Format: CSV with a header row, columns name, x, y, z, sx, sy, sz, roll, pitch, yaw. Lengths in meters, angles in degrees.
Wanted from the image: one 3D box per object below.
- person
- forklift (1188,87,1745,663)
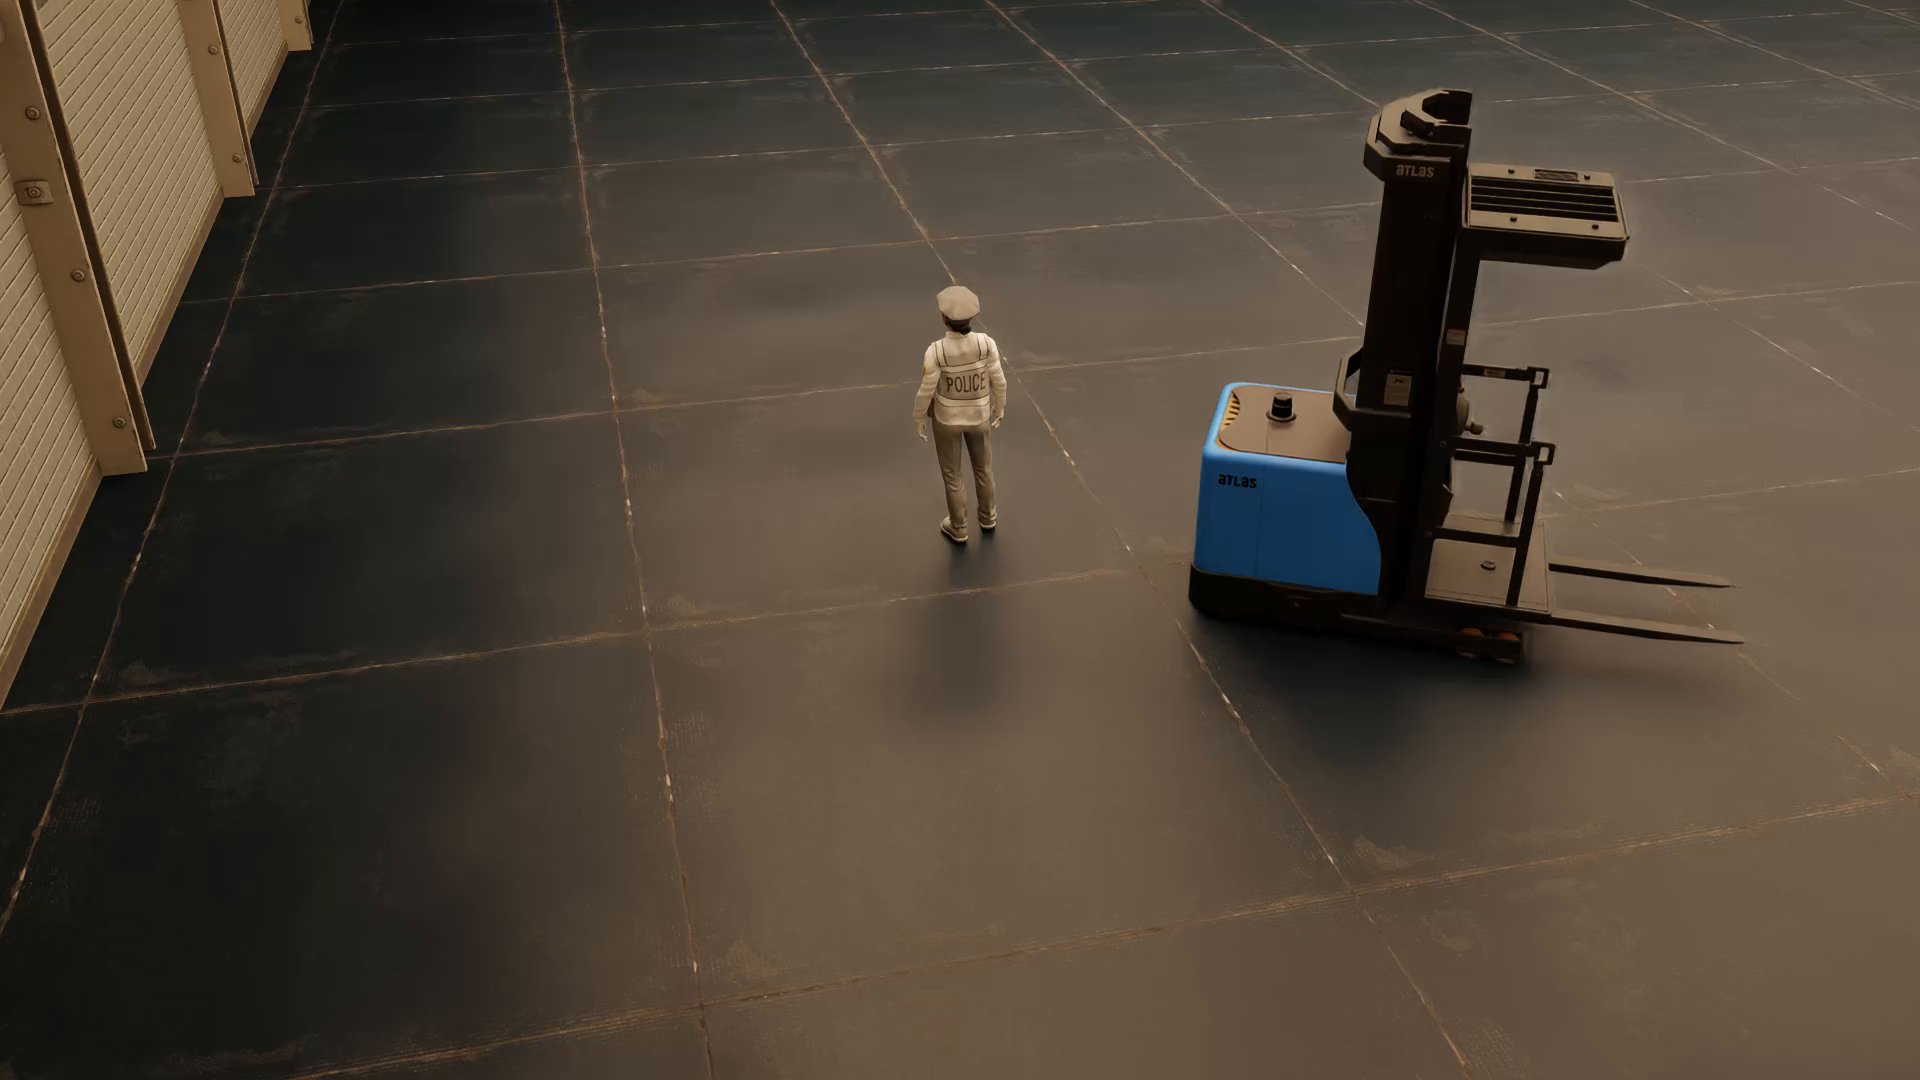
name,x,y,z,sx,sy,sz,roll,pitch,yaw
person,-0.010,-0.774,10.131,0.588,1.695,0.531,-7,31,-12
forklift,2.916,-0.876,9.088,3.031,2.935,1.130,8,31,13
